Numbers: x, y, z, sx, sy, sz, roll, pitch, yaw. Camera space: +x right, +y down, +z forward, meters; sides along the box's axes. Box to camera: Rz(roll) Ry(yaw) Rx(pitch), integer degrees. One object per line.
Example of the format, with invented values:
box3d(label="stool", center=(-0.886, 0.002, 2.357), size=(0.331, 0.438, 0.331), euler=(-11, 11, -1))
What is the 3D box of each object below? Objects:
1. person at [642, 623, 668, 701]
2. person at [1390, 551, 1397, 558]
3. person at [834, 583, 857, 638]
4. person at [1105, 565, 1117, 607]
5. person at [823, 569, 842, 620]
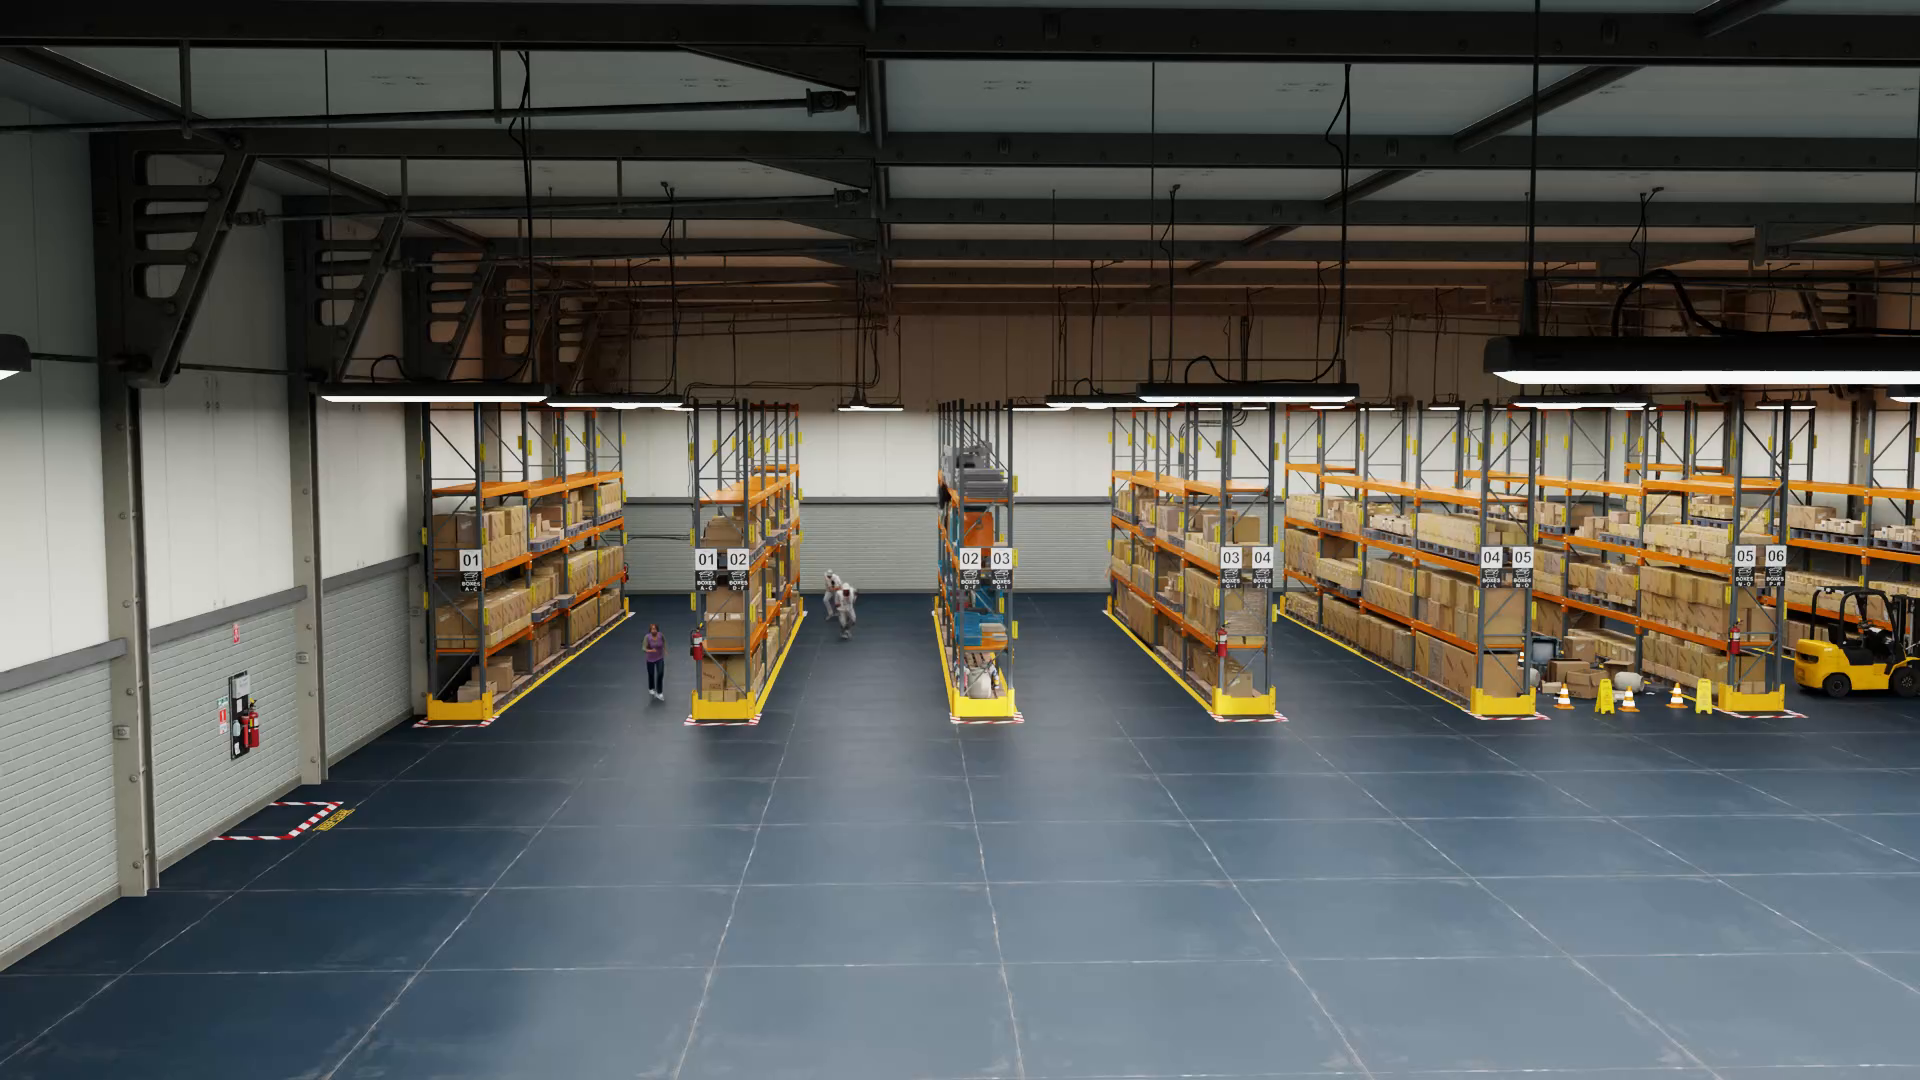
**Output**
box3d(label="person", center=(-6.111, 2.427, 33.331), size=(0.533, 1.547, 0.904), euler=(-1, 4, -14))
box3d(label="person", center=(13.247, 1.091, 50.636), size=(0.726, 1.568, 0.539), euler=(-2, 5, -21))
box3d(label="person", center=(-2.868, 1.778, 42.012), size=(0.709, 1.478, 0.993), euler=(-2, 5, -20))
box3d(label="person", center=(4.688, 1.246, 49.116), size=(0.676, 1.526, 0.838), euler=(-3, 5, -31))
box3d(label="person", center=(-3.521, 1.489, 46.568), size=(0.608, 1.444, 1.158), euler=(1, 5, 18))
